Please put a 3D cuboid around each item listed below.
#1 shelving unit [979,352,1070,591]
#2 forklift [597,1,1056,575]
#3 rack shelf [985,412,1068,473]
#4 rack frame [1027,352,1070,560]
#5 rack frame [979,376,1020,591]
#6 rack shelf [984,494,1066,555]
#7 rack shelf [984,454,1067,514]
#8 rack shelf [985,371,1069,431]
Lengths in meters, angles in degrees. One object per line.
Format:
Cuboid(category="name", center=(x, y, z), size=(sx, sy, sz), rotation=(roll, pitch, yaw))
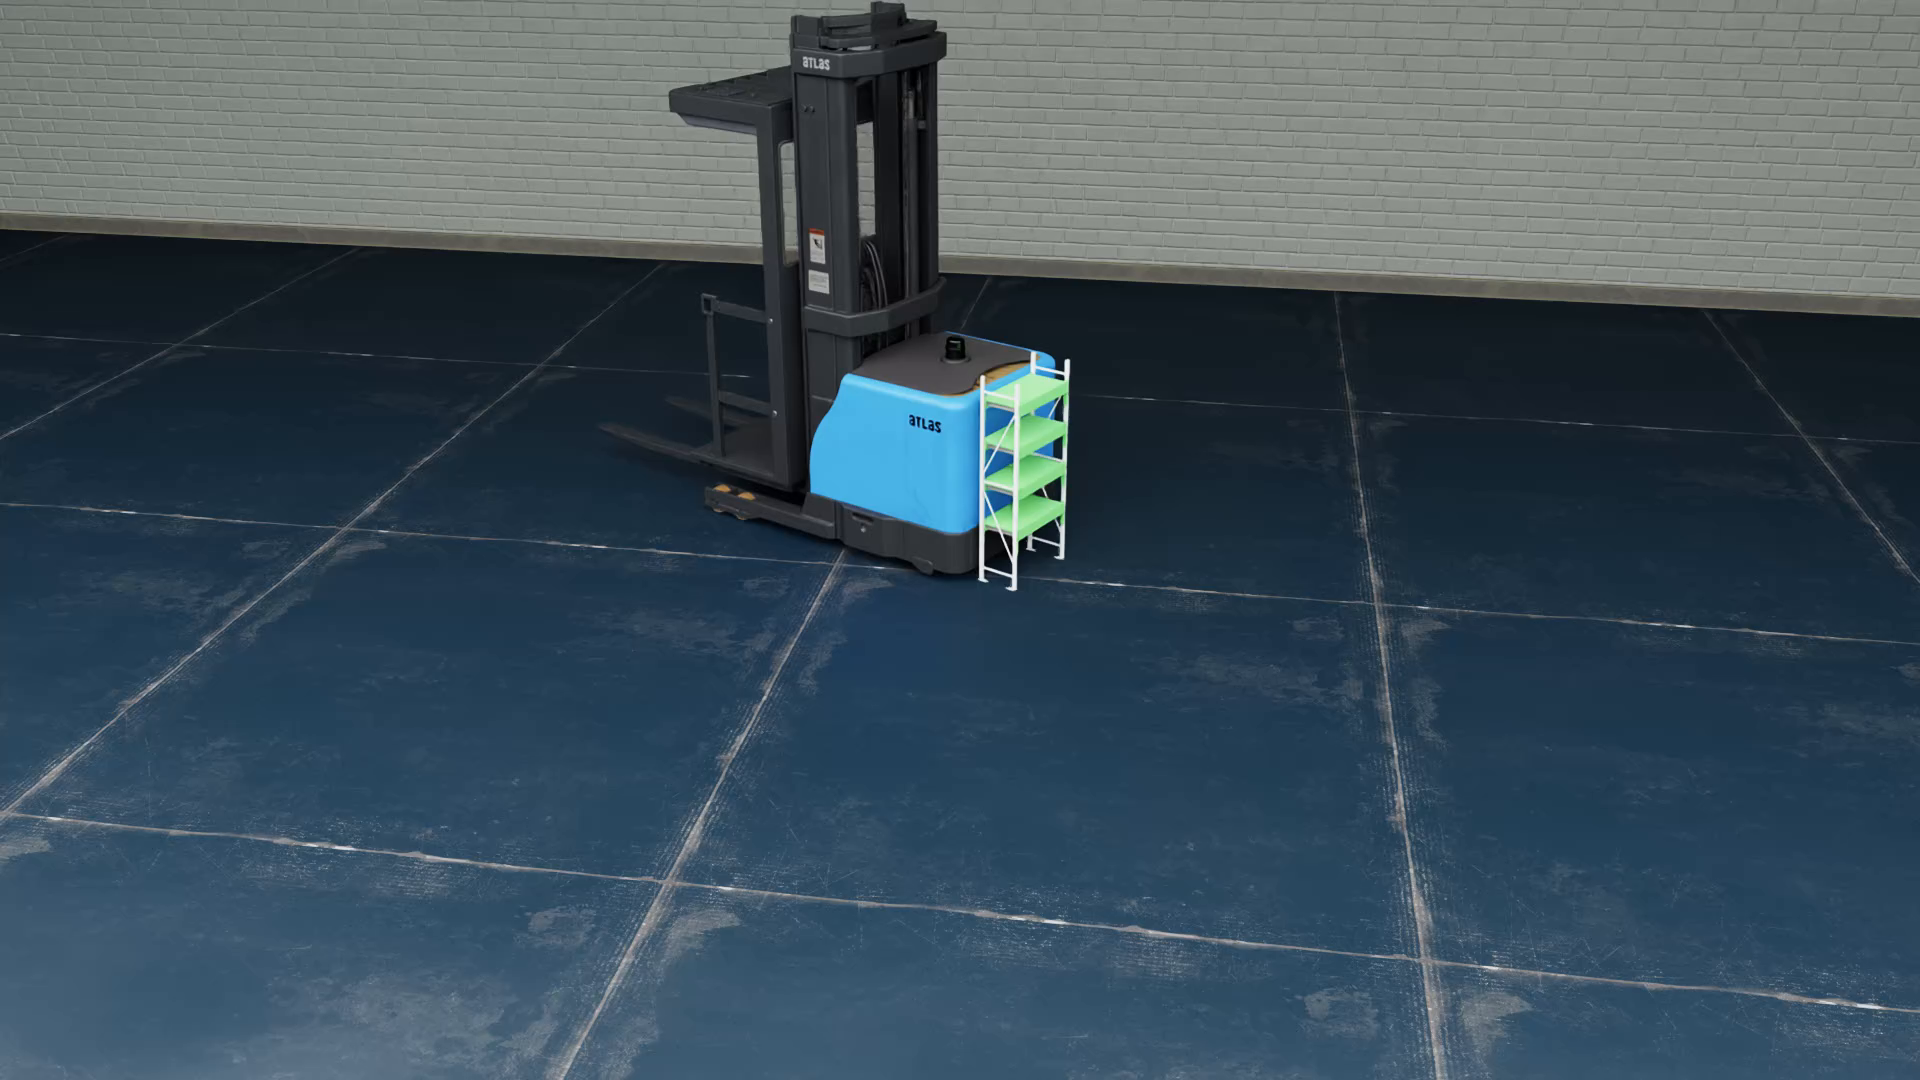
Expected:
Cuboid(category="shelving unit", center=(0.352, -0.376, 9.137), size=(0.258, 1.200, 0.503), rotation=(17, 30, 32))
Cuboid(category="forklift", center=(-0.935, -1.609, 9.731), size=(3.031, 2.935, 1.130), rotation=(17, 30, 32))
Cuboid(category="rack shelf", center=(0.352, -0.535, 9.063), size=(0.258, 0.148, 0.480), rotation=(17, 30, 32))
Cuboid(category="rack frame", center=(0.493, -0.460, 9.317), size=(0.240, 1.200, 0.015), rotation=(17, 30, 32))
Cuboid(category="rack frame", center=(0.210, -0.292, 8.957), size=(0.240, 1.200, 0.015), rotation=(17, 30, 32))
Cuboid(category="rack shelf", center=(0.351, -0.101, 9.266), size=(0.258, 0.148, 0.480), rotation=(17, 30, 32))
Cuboid(category="rack shelf", center=(0.352, -0.318, 9.164), size=(0.258, 0.148, 0.480), rotation=(17, 30, 32))
Cuboid(category="rack shelf", center=(0.352, -0.753, 8.961), size=(0.258, 0.148, 0.480), rotation=(17, 30, 32))
